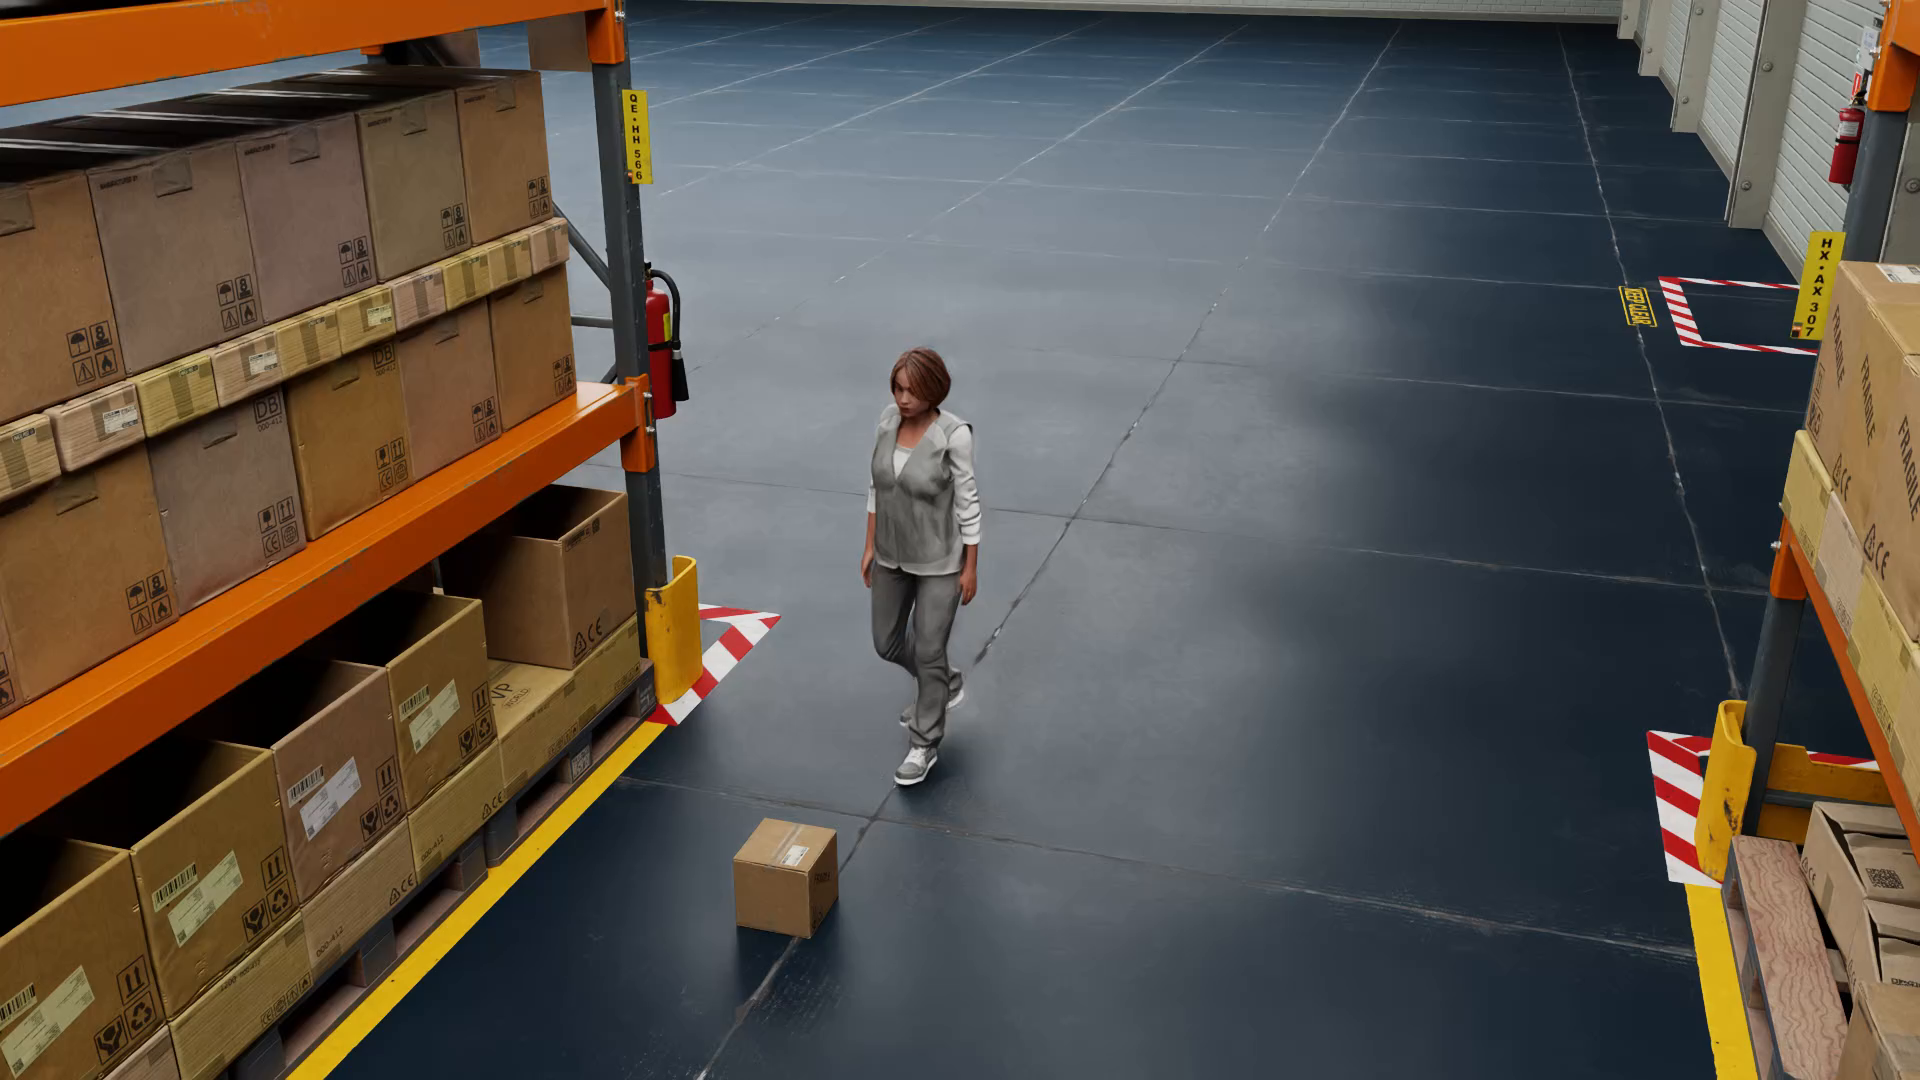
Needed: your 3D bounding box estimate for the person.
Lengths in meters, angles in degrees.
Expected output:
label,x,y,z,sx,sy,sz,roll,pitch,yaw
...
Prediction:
label,x,y,z,sx,sy,sz,roll,pitch,yaw
person,-0.114,0.069,5.923,0.436,1.597,0.526,14,26,31
